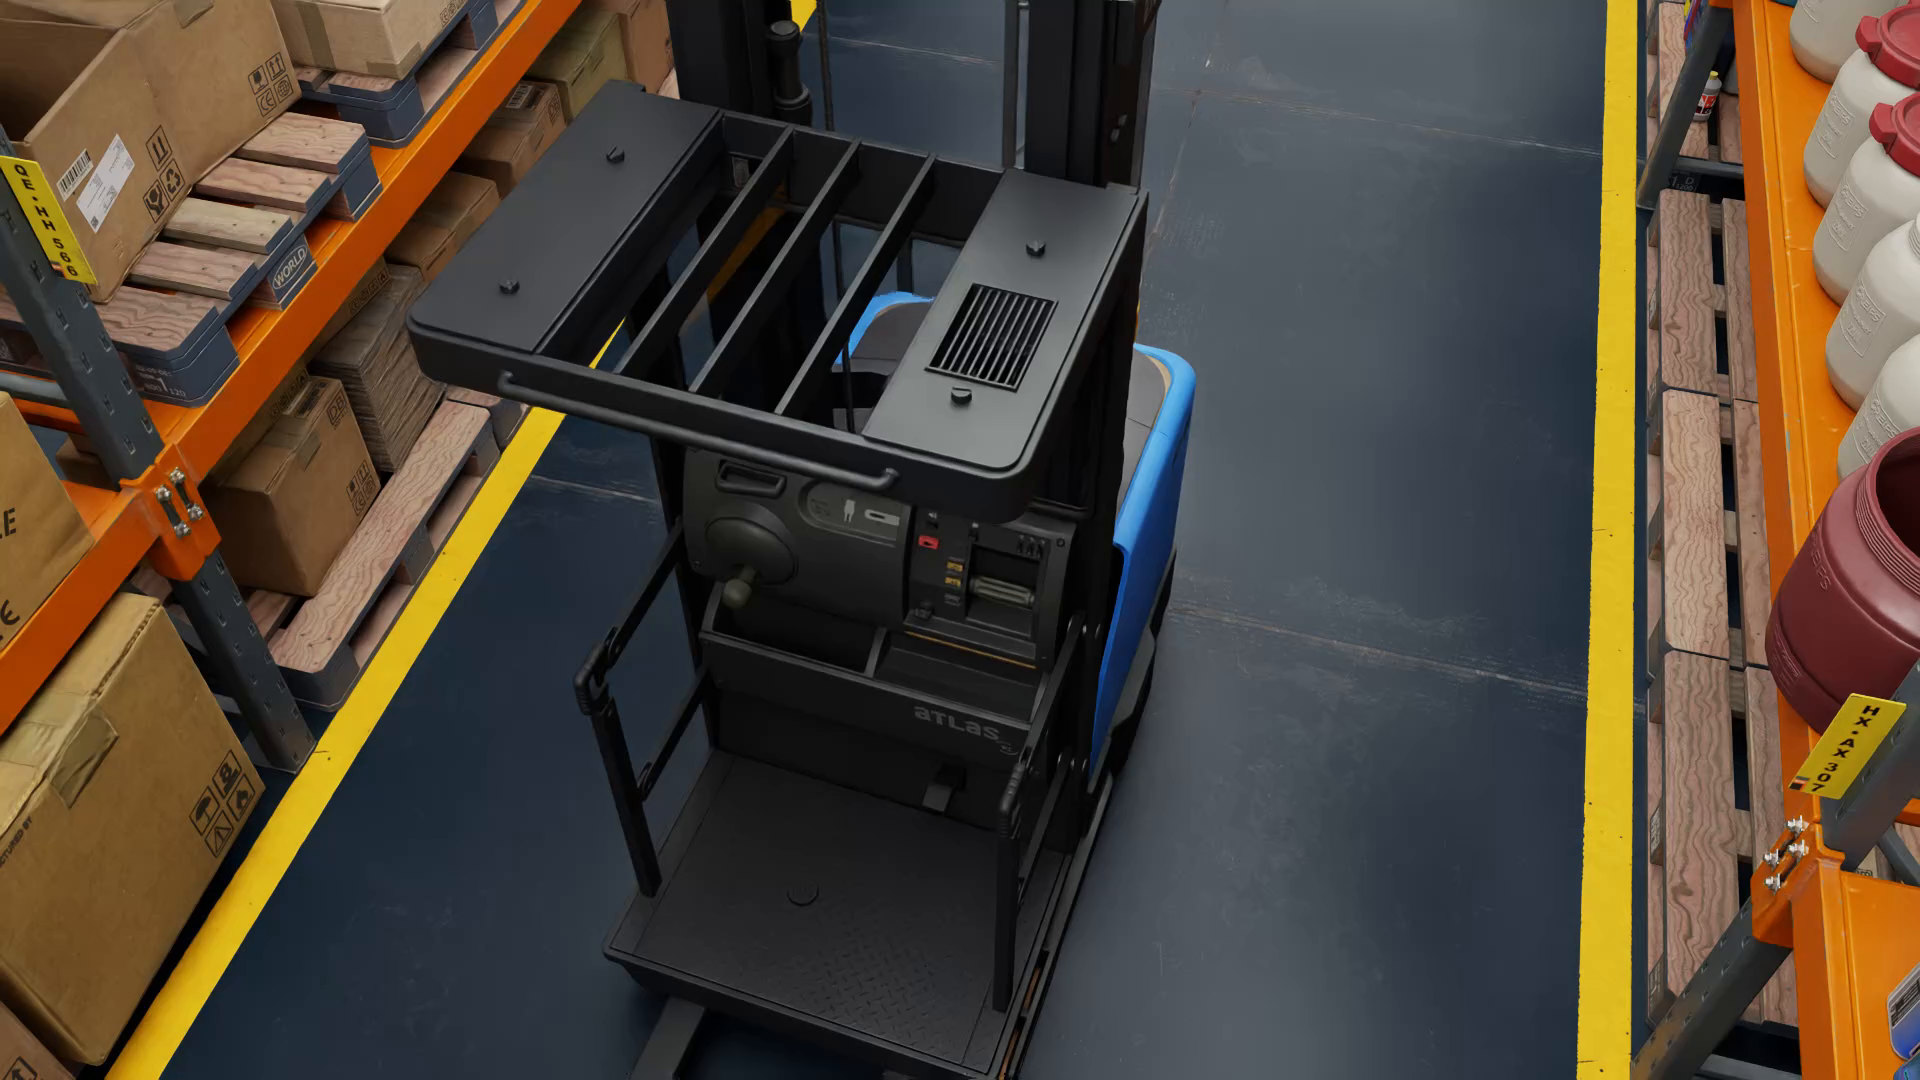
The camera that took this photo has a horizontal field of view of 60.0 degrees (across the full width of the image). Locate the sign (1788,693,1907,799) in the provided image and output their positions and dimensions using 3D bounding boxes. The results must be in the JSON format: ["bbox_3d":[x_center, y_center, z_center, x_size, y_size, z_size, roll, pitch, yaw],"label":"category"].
[{"bbox_3d":[1.745,0.410,3.278,0.100,0.325,0.005,12,50,10],"label":"sign"}]

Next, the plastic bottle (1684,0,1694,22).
[{"bbox_3d":[3.358,-2.490,7.420,0.144,0.351,0.185,11,50,10],"label":"plastic bottle"}]

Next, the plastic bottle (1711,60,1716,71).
[{"bbox_3d":[3.139,-1.985,7.020,0.061,0.283,0.133,14,50,12],"label":"plastic bottle"}]

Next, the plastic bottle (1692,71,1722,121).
[{"bbox_3d":[3.126,-1.869,6.972,0.097,0.201,0.097,0,49,0],"label":"plastic bottle"}]

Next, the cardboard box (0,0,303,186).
[{"bbox_3d":[-2.346,-1.404,4.641,0.700,0.500,0.500,18,51,16],"label":"cardboard box"}]

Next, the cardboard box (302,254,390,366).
[{"bbox_3d":[-2.223,-0.852,5.375,0.500,0.250,0.500,17,51,14],"label":"cardboard box"}]

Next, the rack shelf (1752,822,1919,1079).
[{"bbox_3d":[1.751,2.253,2.241,1.077,0.370,4.000,12,50,10],"label":"rack shelf"}]

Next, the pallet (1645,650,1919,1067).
[{"bbox_3d":[2.519,0.938,4.781,1.003,0.211,1.213,12,50,10],"label":"pallet"}]

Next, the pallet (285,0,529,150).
[{"bbox_3d":[-2.019,-1.786,5.454,1.003,0.211,1.213,12,50,10],"label":"pallet"}]

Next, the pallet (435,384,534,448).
[{"bbox_3d":[-1.970,-0.931,6.431,1.003,0.211,1.213,12,50,10],"label":"pallet"}]

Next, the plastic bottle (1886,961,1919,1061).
[{"bbox_3d":[1.852,0.858,3.075,0.152,0.276,0.135,12,50,10],"label":"plastic bottle"}]

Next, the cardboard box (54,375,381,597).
[{"bbox_3d":[-2.343,-0.217,5.314,0.700,0.500,0.500,9,49,8],"label":"cardboard box"}]

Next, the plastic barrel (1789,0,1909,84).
[{"bbox_3d":[2.867,-1.722,5.178,0.433,0.535,0.433,0,49,0],"label":"plastic barrel"}]

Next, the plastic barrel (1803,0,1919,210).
[{"bbox_3d":[2.674,-1.191,4.710,0.433,0.535,0.433,0,49,0],"label":"plastic barrel"}]

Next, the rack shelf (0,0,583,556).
[{"bbox_3d":[-1.974,-1.618,5.657,1.077,0.370,4.000,12,50,10],"label":"rack shelf"}]

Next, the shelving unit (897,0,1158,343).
[{"bbox_3d":[0.217,-0.898,5.542,0.587,1.500,1.083,15,50,13],"label":"shelving unit"}]

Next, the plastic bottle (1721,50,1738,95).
[{"bbox_3d":[3.361,-2.089,7.066,0.144,0.351,0.185,12,50,10],"label":"plastic bottle"}]

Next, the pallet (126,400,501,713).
[{"bbox_3d":[-2.293,-0.052,5.655,1.003,0.211,1.213,12,50,10],"label":"pallet"}]

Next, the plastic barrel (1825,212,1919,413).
[{"bbox_3d":[2.453,-0.560,4.169,0.421,0.512,0.421,0,49,0],"label":"plastic barrel"}]

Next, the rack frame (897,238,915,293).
[{"bbox_3d":[0.052,-0.545,5.230,0.500,1.500,0.032,15,50,13],"label":"rack frame"}]

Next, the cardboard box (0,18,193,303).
[{"bbox_3d":[-2.397,-0.980,4.268,0.500,0.500,0.500,6,49,5],"label":"cardboard box"}]

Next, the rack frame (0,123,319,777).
[{"bbox_3d":[-2.500,-0.410,4.111,1.000,3.000,0.127,12,50,10],"label":"rack frame"}]

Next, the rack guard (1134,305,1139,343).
[{"bbox_3d":[0.381,-0.837,6.322,0.587,0.250,0.087,15,50,13],"label":"rack guard"}]

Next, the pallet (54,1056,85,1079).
[{"bbox_3d":[-2.781,1.069,4.666,1.003,0.211,1.213,12,50,10],"label":"pallet"}]

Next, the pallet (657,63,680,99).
[{"bbox_3d":[-1.651,-1.817,7.213,1.003,0.211,1.213,12,50,10],"label":"pallet"}]

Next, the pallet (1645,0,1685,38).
[{"bbox_3d":[3.867,-2.765,8.050,1.003,0.211,1.213,12,50,10],"label":"pallet"}]

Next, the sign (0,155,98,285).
[{"bbox_3d":[-1.964,-0.686,3.582,0.100,0.325,0.005,12,50,10],"label":"sign"}]

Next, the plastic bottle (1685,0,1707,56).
[{"bbox_3d":[3.273,-2.256,7.214,0.144,0.351,0.185,9,49,8],"label":"plastic bottle"}]

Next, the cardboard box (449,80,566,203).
[{"bbox_3d":[-1.921,-1.435,6.390,0.700,0.500,0.500,8,49,7],"label":"cardboard box"}]

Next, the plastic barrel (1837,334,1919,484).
[{"bbox_3d":[2.343,-0.255,3.900,0.421,0.512,0.421,0,49,0],"label":"plastic barrel"}]

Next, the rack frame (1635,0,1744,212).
[{"bbox_3d":[3.331,-2.325,5.802,1.000,3.000,0.127,12,50,10],"label":"rack frame"}]

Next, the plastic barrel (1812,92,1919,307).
[{"bbox_3d":[2.560,-0.878,4.434,0.433,0.535,0.433,0,49,0],"label":"plastic barrel"}]

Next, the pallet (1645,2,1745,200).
[{"bbox_3d":[3.548,-1.880,7.269,1.003,0.211,1.213,12,50,10],"label":"pallet"}]

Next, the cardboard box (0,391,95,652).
[{"bbox_3d":[-2.391,-0.037,3.715,0.500,0.500,0.500,13,50,11],"label":"cardboard box"}]

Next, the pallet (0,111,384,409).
[{"bbox_3d":[-2.416,-0.883,4.656,1.213,0.211,1.003,12,50,10],"label":"pallet"}]

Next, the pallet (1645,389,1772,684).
[{"bbox_3d":[2.842,0.058,5.558,1.003,0.211,1.213,12,50,10],"label":"pallet"}]

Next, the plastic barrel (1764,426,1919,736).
[{"bbox_3d":[2.108,0.127,3.546,0.600,0.536,0.708,12,50,10],"label":"plastic barrel"}]

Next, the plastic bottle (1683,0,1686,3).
[{"bbox_3d":[3.404,-2.582,7.551,0.152,0.276,0.135,12,50,11],"label":"plastic bottle"}]

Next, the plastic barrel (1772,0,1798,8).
[{"bbox_3d":[2.937,-2.272,5.420,0.600,0.901,0.708,12,50,10],"label":"plastic barrel"}]

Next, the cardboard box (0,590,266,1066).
[{"bbox_3d":[-2.702,0.650,4.313,1.225,0.875,0.875,9,49,8],"label":"cardboard box"}]

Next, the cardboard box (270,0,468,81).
[{"bbox_3d":[-1.837,-1.666,5.039,0.500,0.250,0.500,10,49,9],"label":"cardboard box"}]

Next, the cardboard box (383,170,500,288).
[{"bbox_3d":[-2.067,-1.032,6.034,0.700,0.500,0.500,15,50,13],"label":"cardboard box"}]

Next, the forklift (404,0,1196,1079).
[{"bbox_3d":[-0.271,0.134,3.677,1.130,2.935,3.031,15,50,13],"label":"forklift"}]

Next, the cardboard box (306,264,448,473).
[{"bbox_3d":[-2.210,-0.620,5.671,0.700,0.500,0.500,8,49,7],"label":"cardboard box"}]

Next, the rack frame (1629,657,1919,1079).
[{"bbox_3d":[2.278,0.568,3.248,1.000,3.000,0.127,12,50,10],"label":"rack frame"}]

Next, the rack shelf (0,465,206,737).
[{"bbox_3d":[-3.027,1.275,3.104,1.077,0.370,4.000,12,50,10],"label":"rack shelf"}]

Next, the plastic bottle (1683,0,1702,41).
[{"bbox_3d":[3.275,-2.360,7.350,0.061,0.283,0.133,15,50,13],"label":"plastic bottle"}]

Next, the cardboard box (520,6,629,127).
[{"bbox_3d":[-1.774,-1.840,6.747,0.700,0.500,0.500,11,50,10],"label":"cardboard box"}]

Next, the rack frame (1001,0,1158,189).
[{"bbox_3d":[0.388,-1.264,5.865,0.500,1.500,0.032,15,50,13],"label":"rack frame"}]

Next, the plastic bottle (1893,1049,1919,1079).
[{"bbox_3d":[1.795,0.938,3.007,0.097,0.271,0.097,0,49,0],"label":"plastic bottle"}]

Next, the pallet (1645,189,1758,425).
[{"bbox_3d":[3.161,-0.827,6.339,1.003,0.211,1.213,12,50,10],"label":"pallet"}]

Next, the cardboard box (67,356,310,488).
[{"bbox_3d":[-2.353,-0.467,5.035,0.500,0.250,0.500,13,50,12],"label":"cardboard box"}]

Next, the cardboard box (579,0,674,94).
[{"bbox_3d":[-1.630,-2.181,7.048,0.700,0.500,0.500,8,49,7],"label":"cardboard box"}]

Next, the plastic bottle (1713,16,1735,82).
[{"bbox_3d":[3.222,-2.117,7.091,0.144,0.351,0.185,10,49,9],"label":"plastic bottle"}]

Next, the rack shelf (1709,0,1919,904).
[{"bbox_3d":[2.804,-0.641,4.795,1.077,0.370,4.000,12,50,10],"label":"rack shelf"}]
